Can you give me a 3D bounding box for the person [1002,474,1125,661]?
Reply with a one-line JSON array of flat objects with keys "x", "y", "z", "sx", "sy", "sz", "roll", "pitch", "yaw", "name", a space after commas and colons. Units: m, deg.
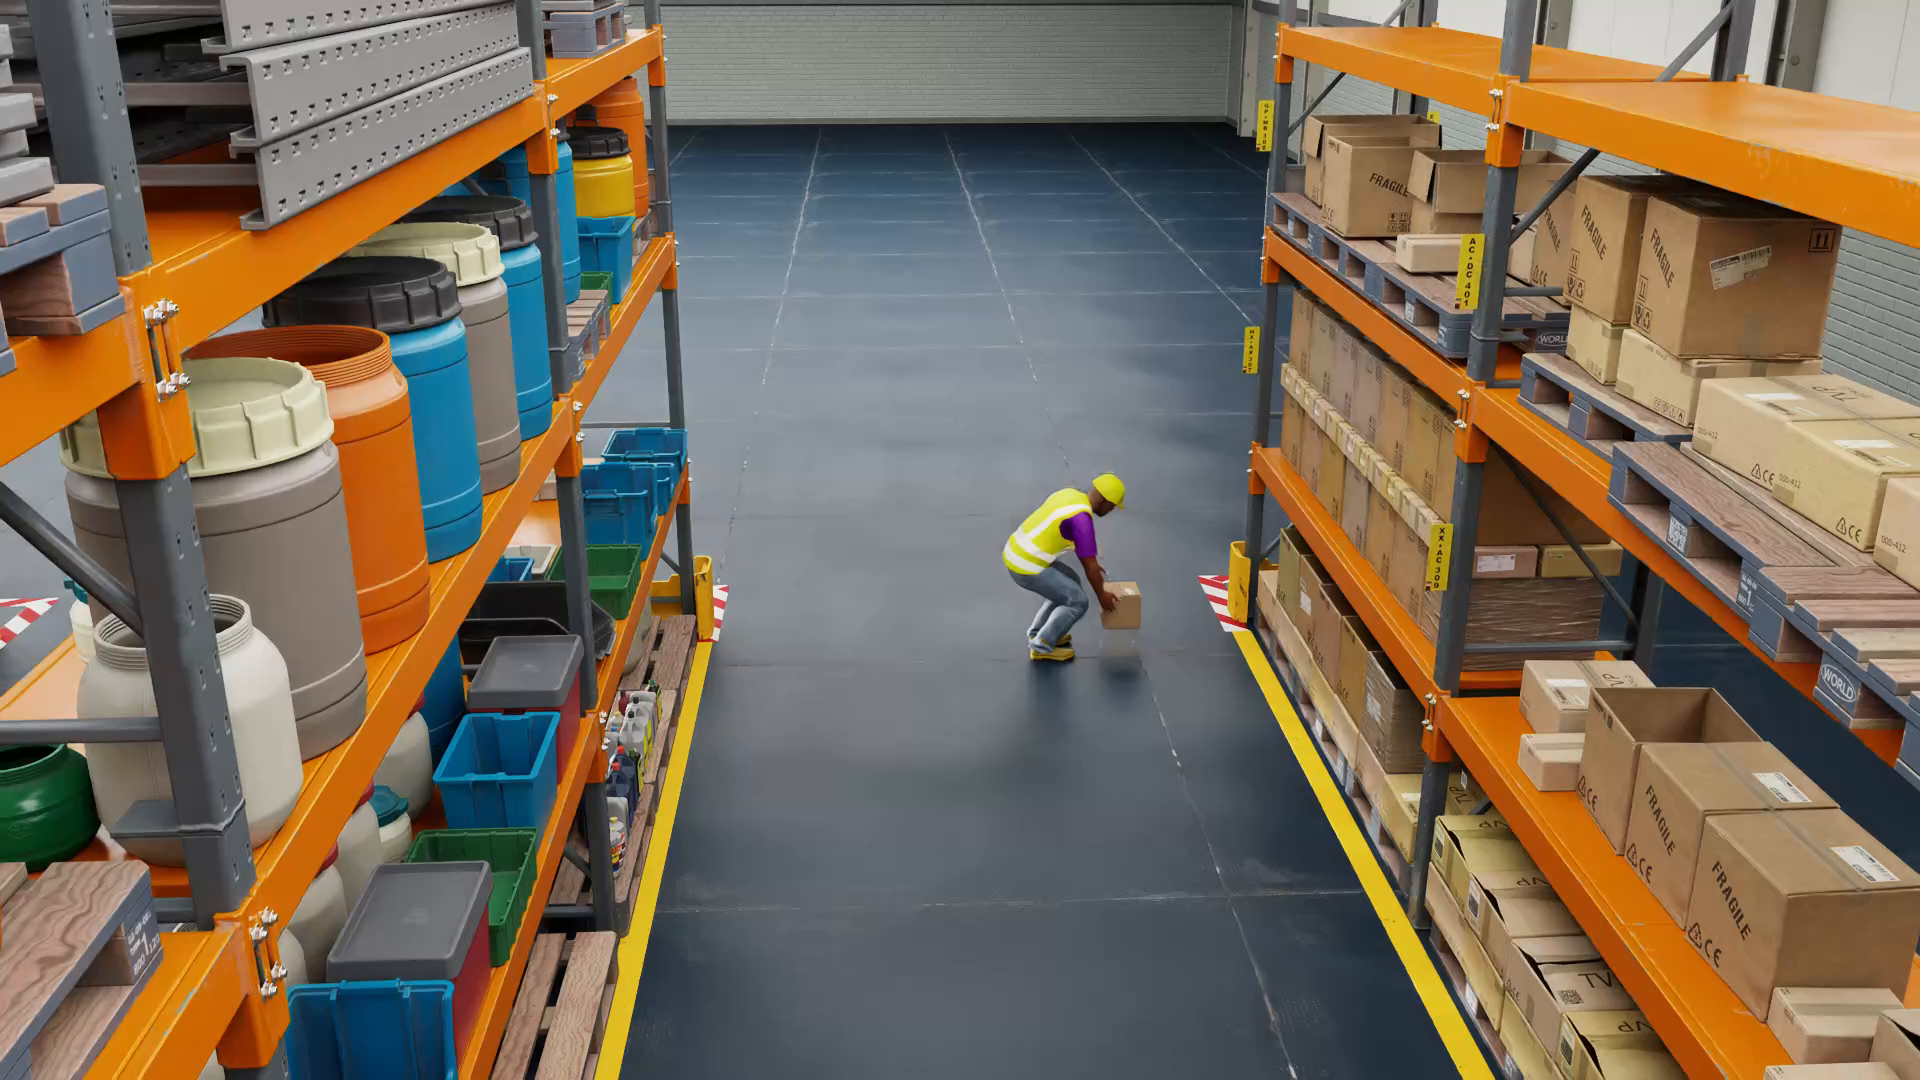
[{"x": 0.701, "y": 0.158, "z": 11.348, "sx": 0.823, "sy": 1.260, "sz": 0.626, "roll": -1, "pitch": 20, "yaw": -3, "name": "person"}]
